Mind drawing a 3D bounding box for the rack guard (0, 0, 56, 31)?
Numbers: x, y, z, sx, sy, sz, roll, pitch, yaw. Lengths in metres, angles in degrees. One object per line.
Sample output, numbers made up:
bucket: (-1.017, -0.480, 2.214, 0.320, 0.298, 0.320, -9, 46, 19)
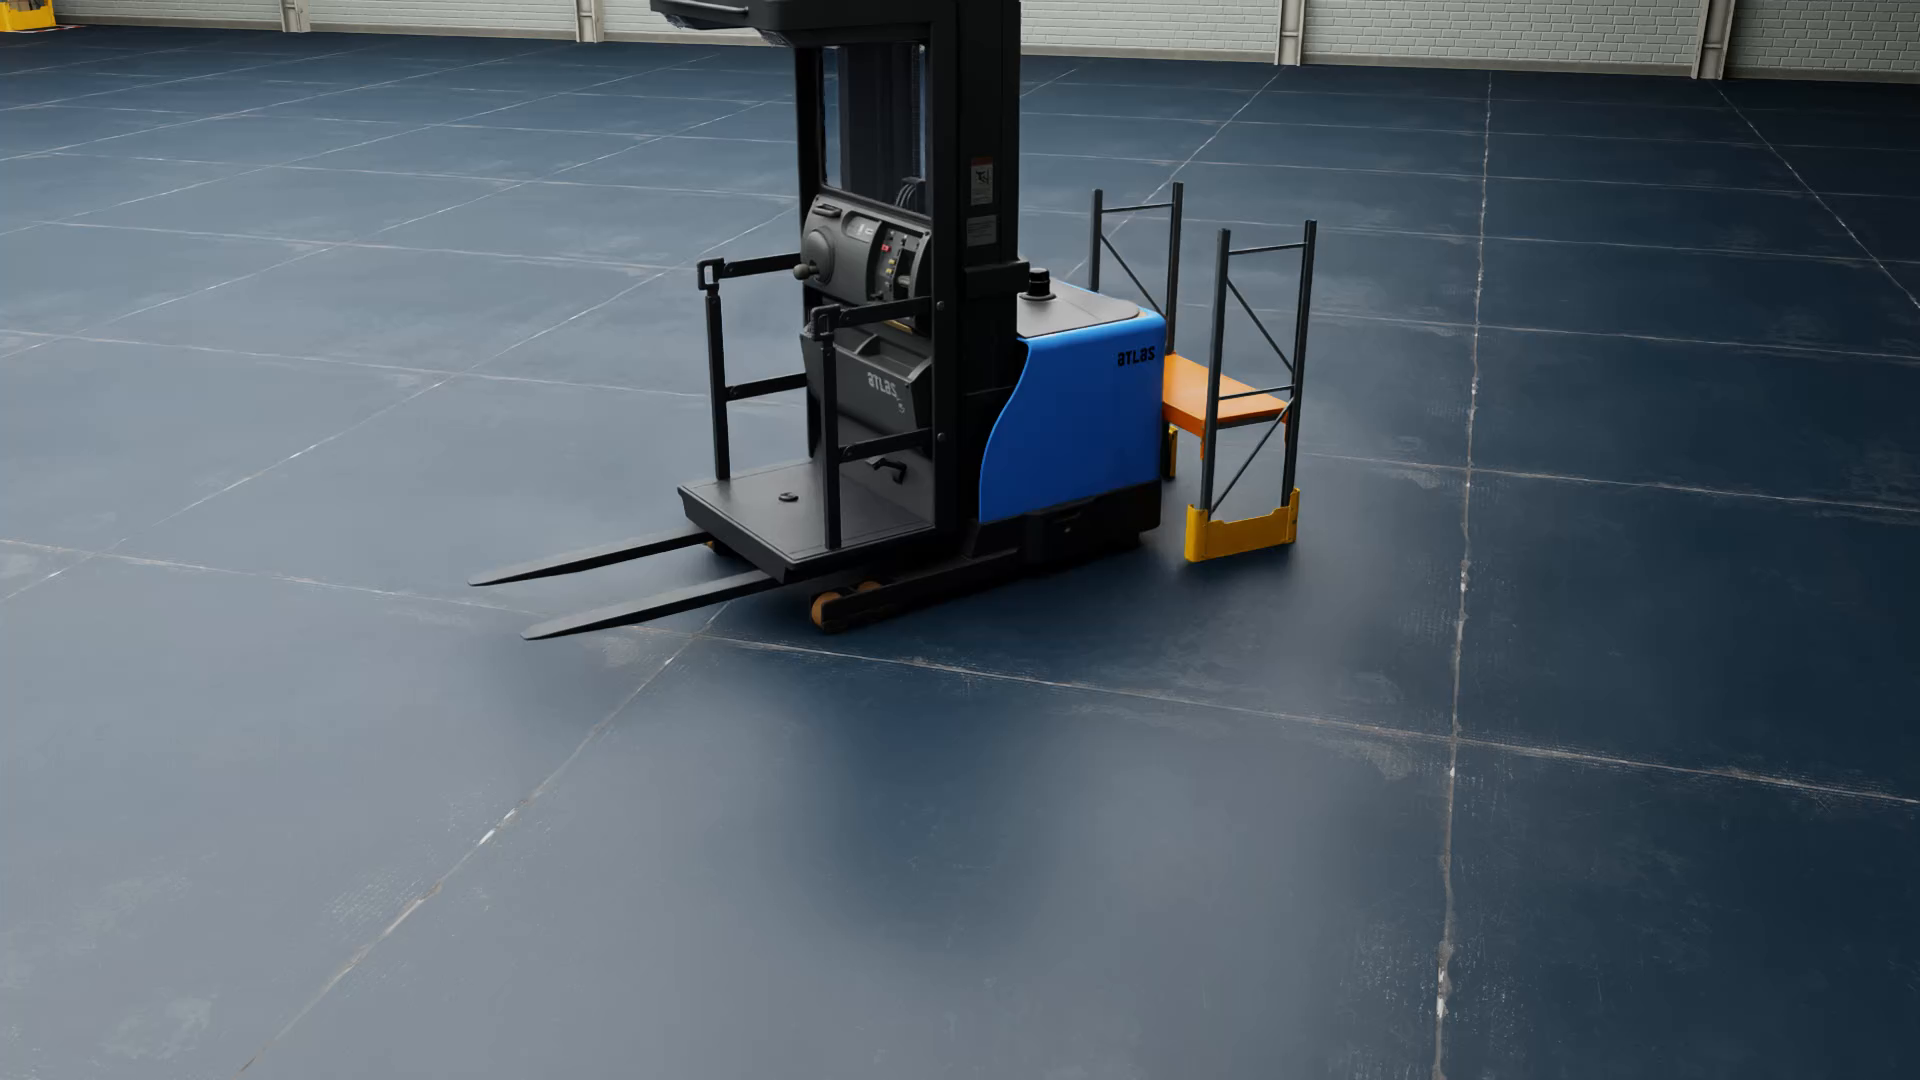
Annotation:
rack guard: (-17.474, -9.811, 31.029, 0.348, 0.500, 1.175, 7, 23, 16)

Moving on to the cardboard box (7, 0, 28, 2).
cardboard box: (-17.888, -10.251, 31.218, 0.500, 0.250, 0.500, 7, 23, 16)

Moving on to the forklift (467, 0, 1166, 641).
forklift: (-0.573, -1.202, 6.839, 3.031, 2.935, 1.130, -14, 26, -31)

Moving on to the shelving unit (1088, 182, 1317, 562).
shelving unit: (1.072, -0.823, 7.795, 0.587, 1.500, 1.083, -11, 25, -25)

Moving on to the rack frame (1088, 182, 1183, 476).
rack frame: (0.843, -0.992, 8.206, 0.500, 1.500, 0.032, -11, 25, -25)

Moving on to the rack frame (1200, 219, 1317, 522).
rack frame: (1.308, -0.649, 7.369, 0.500, 1.500, 0.032, -11, 25, -25)

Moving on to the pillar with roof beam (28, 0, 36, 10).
pillar with roof beam: (-19.147, -12.585, 26.594, 0.400, 9.000, 9.100, 7, 23, 16)

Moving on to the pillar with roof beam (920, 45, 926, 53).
pillar with roof beam: (-1.914, -10.612, 21.784, 0.400, 9.000, 9.100, 7, 23, 16)

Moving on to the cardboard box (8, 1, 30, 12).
cardboard box: (-17.911, -10.017, 31.308, 0.500, 0.250, 0.500, 7, 23, 16)

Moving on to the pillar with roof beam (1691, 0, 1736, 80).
pillar with roof beam: (9.574, -9.297, 18.577, 0.400, 9.000, 9.100, 7, 23, 16)

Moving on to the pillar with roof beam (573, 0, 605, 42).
pillar with roof beam: (-7.659, -11.270, 23.387, 0.400, 9.000, 9.100, 7, 23, 16)

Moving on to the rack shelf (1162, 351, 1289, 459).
rack shelf: (1.074, -0.654, 7.855, 0.538, 0.185, 1.000, -11, 25, -25)

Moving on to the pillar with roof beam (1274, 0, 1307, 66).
pillar with roof beam: (3.830, -9.954, 20.180, 0.400, 9.000, 9.100, 7, 23, 16)

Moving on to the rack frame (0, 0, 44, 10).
rack frame: (-17.497, -10.970, 30.561, 0.127, 3.000, 1.000, 7, 23, 16)

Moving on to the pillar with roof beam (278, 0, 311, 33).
pillar with roof beam: (-13.403, -11.928, 24.991, 0.400, 9.000, 9.100, 7, 23, 16)

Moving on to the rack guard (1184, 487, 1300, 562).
rack guard: (1.295, -0.076, 7.620, 0.587, 0.250, 0.087, -11, 25, -25)

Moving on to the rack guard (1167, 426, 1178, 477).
rack guard: (0.839, -0.412, 8.440, 0.587, 0.250, 0.087, -11, 25, -25)

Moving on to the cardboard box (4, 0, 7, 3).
cardboard box: (-18.054, -10.063, 30.762, 0.500, 0.250, 0.500, 6, 23, 15)
